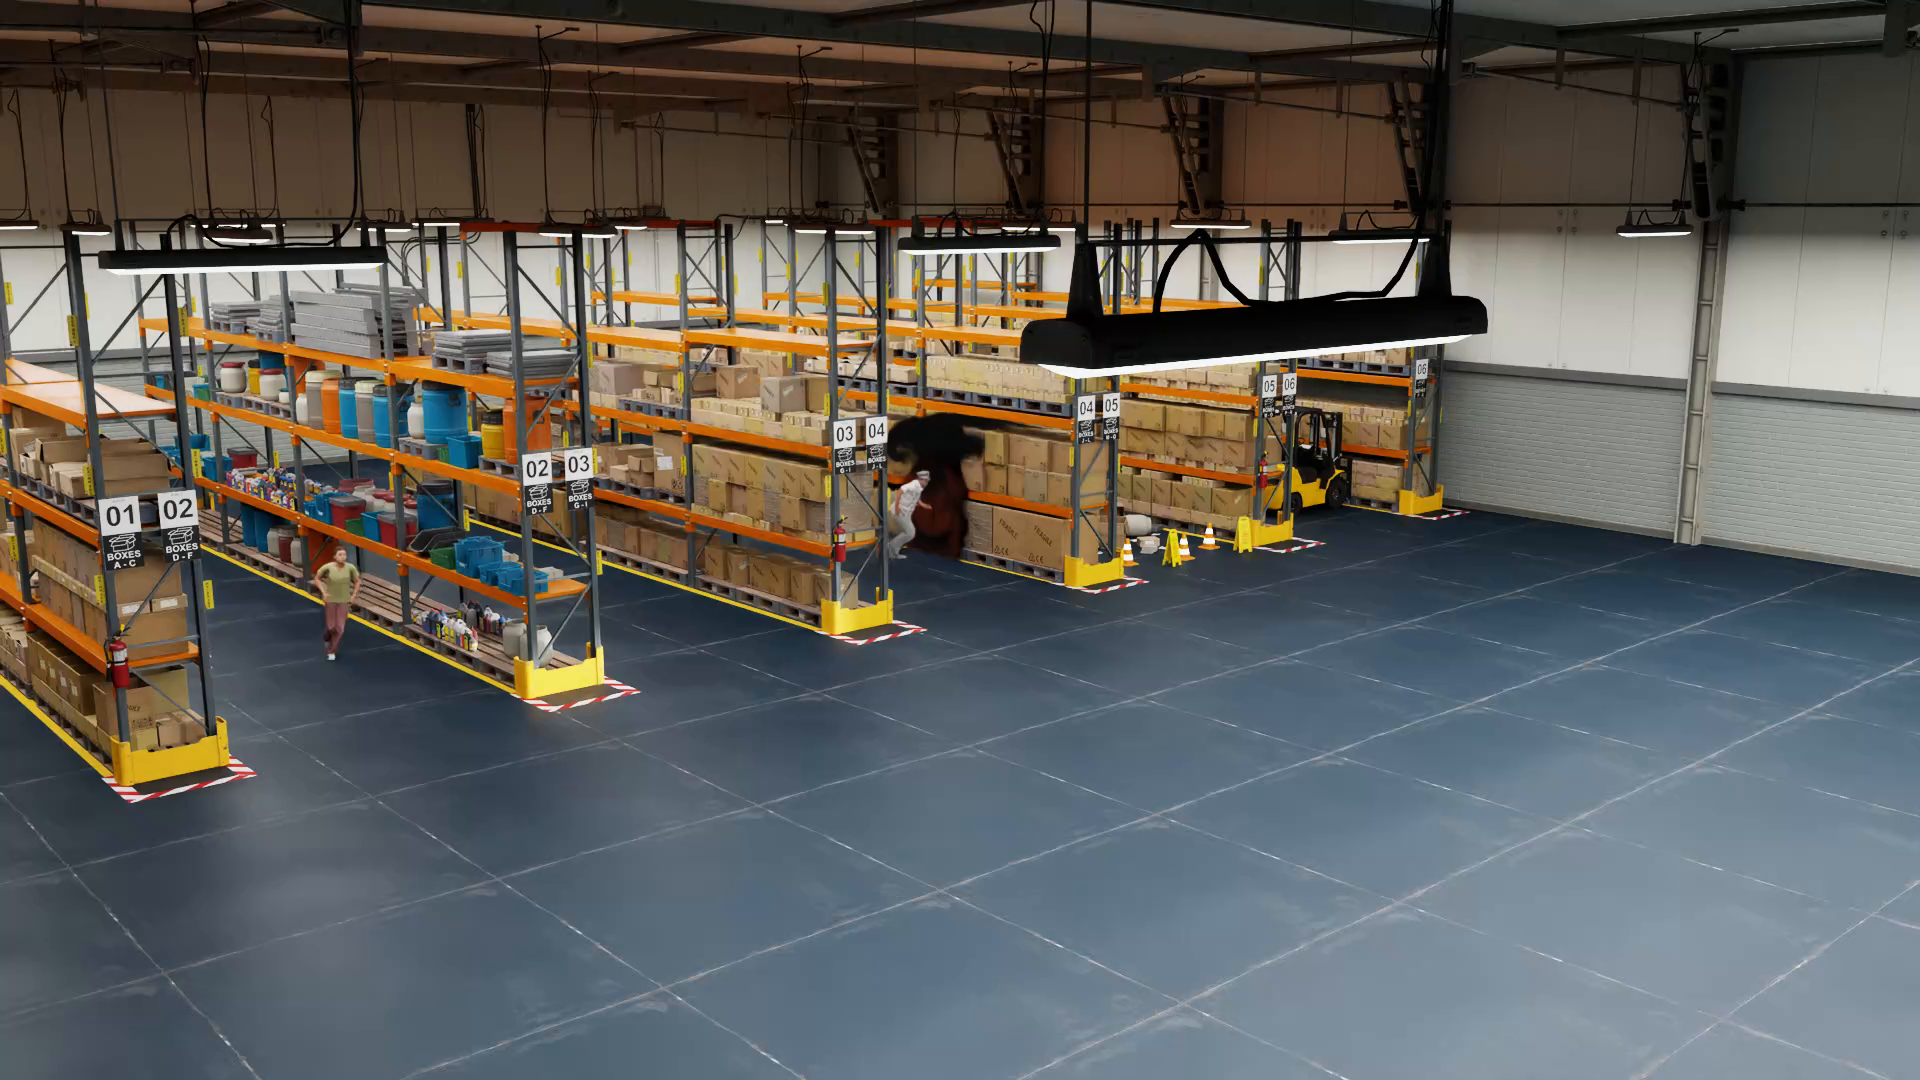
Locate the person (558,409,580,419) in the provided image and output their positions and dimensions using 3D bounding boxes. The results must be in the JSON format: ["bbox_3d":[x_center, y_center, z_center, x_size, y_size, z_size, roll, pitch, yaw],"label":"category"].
[{"bbox_3d":[-9.435,-2.552,40.276,0.650,1.748,0.724,0,11,-1],"label":"person"}]

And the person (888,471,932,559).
[{"bbox_3d":[-0.888,-0.414,28.562,0.787,1.572,0.694,3,12,16],"label":"person"}]

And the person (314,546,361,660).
[{"bbox_3d":[-8.799,0.863,23.560,0.613,1.619,0.532,-6,13,-26],"label":"person"}]
